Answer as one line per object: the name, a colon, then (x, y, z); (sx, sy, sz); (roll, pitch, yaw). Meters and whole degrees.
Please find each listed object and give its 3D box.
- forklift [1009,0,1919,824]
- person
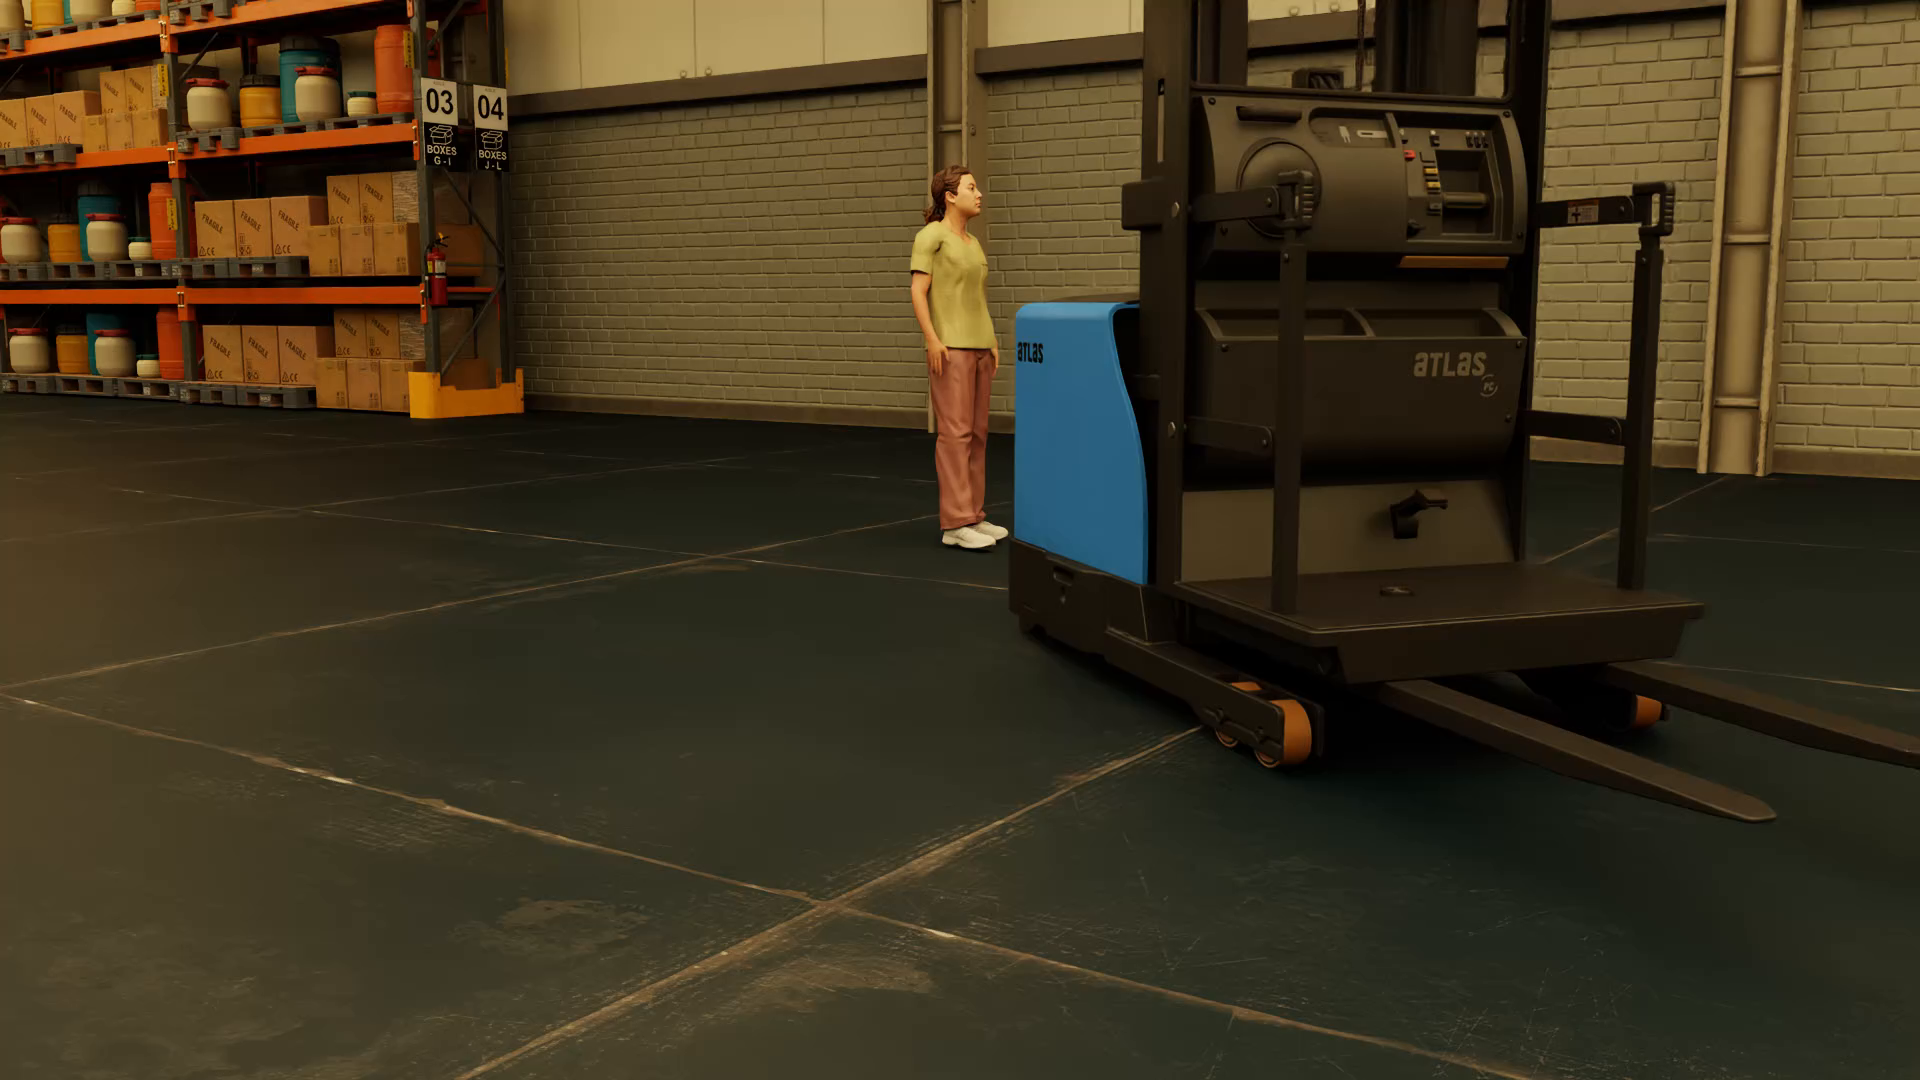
forklift: (1.127, -0.983, 4.104); (1.130, 2.935, 3.031); (-3, 9, -19)
person: (0.066, -0.820, 7.429); (0.523, 1.659, 0.555); (5, 10, 34)
